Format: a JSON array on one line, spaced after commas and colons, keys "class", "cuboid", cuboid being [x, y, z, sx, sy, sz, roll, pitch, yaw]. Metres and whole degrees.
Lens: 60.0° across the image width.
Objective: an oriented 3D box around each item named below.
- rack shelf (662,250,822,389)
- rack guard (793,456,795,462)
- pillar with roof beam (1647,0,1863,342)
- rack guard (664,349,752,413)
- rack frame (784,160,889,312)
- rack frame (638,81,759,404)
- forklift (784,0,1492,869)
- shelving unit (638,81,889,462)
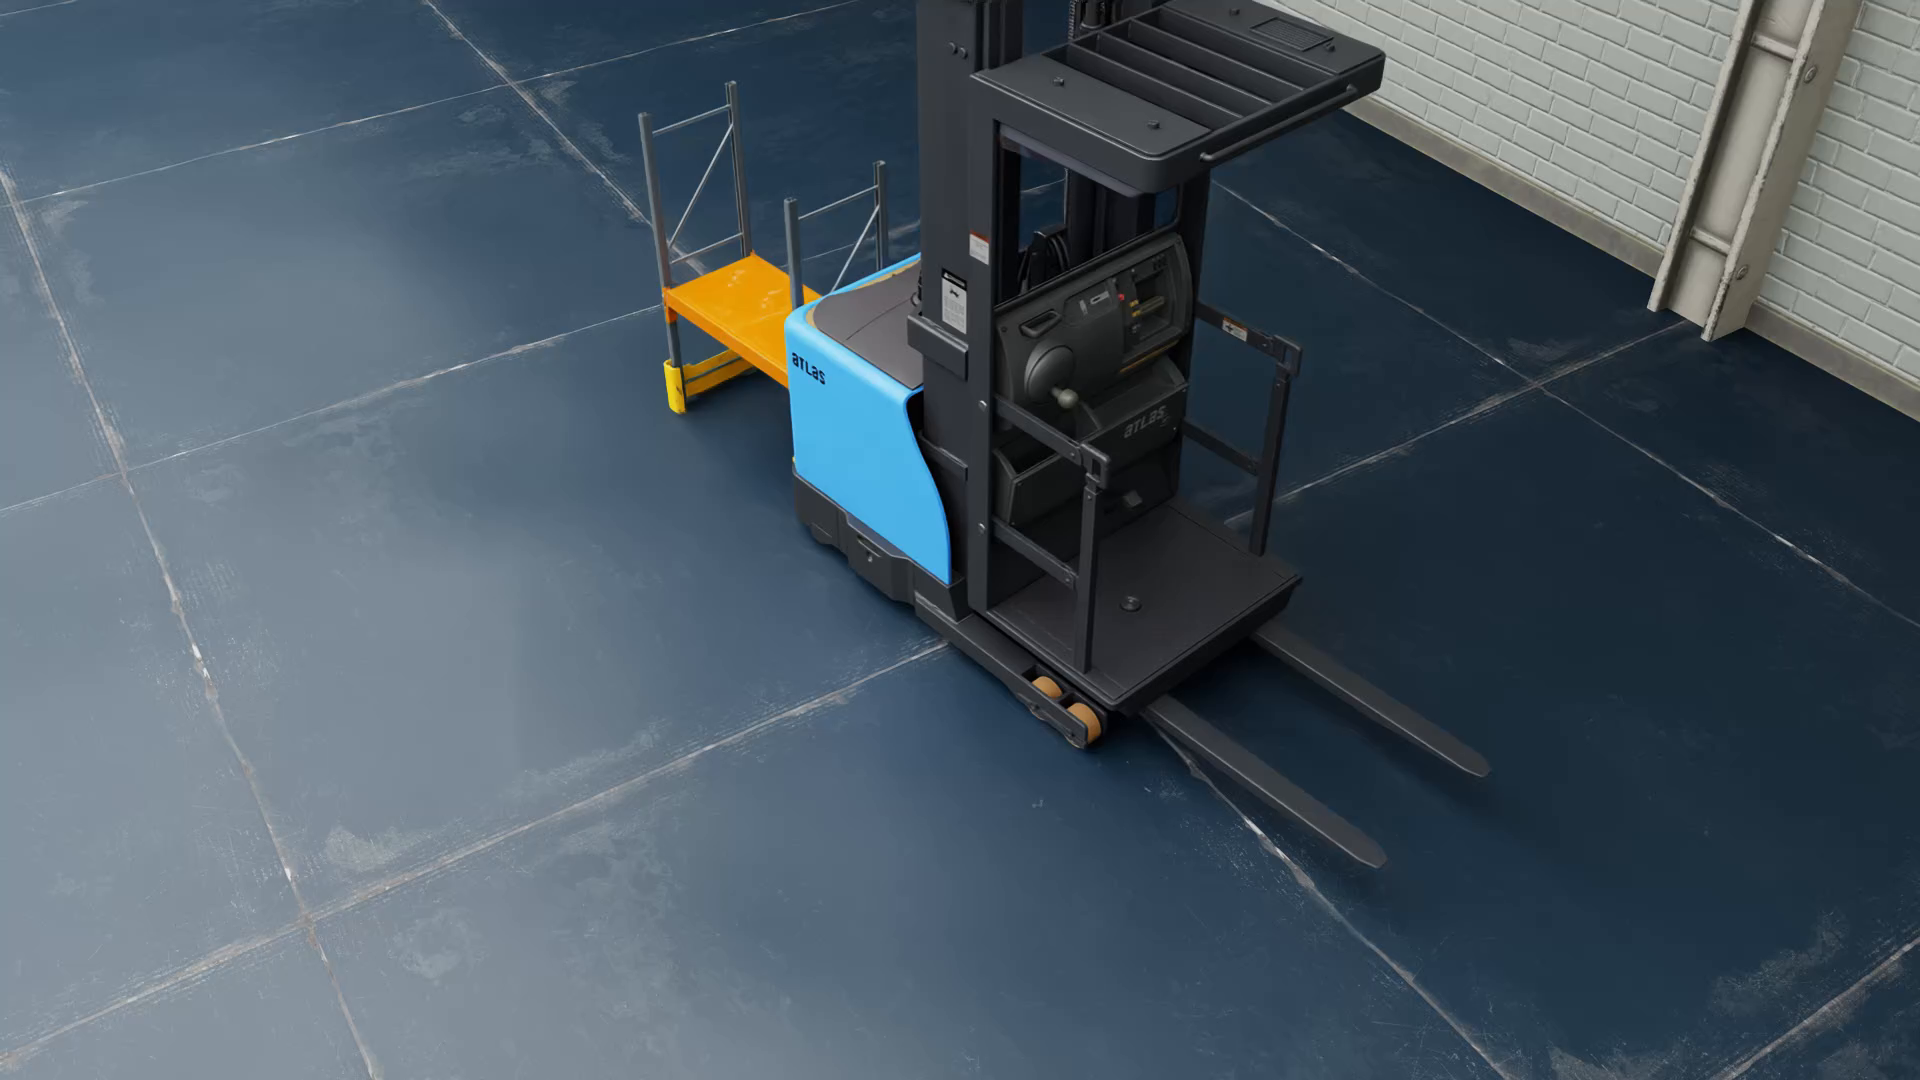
[{"class": "rack shelf", "cuboid": [-0.836, -0.956, 7.507, 0.538, 0.185, 1.000, -30, 48, -31]}, {"class": "rack guard", "cuboid": [-0.496, -0.373, 7.503, 0.587, 0.250, 0.087, -30, 48, -31]}, {"class": "pillar with roof beam", "cuboid": [0.203, -3.141, 3.990, 9.100, 9.000, 0.400, -22, 45, -24]}, {"class": "rack guard", "cuboid": [-1.164, -0.847, 8.071, 0.587, 0.250, 0.087, -30, 48, -31]}, {"class": "rack frame", "cuboid": [-0.495, -0.853, 7.102, 0.500, 1.500, 0.032, -30, 48, -31]}, {"class": "rack frame", "cuboid": [-1.177, -1.336, 7.682, 0.500, 1.500, 0.032, -30, 48, -31]}, {"class": "forklift", "cuboid": [0.637, -0.713, 5.816, 1.130, 2.935, 3.031, -30, 48, -31]}, {"class": "shelving unit", "cuboid": [-0.830, -1.090, 7.387, 0.587, 1.500, 1.083, -30, 48, -31]}]
